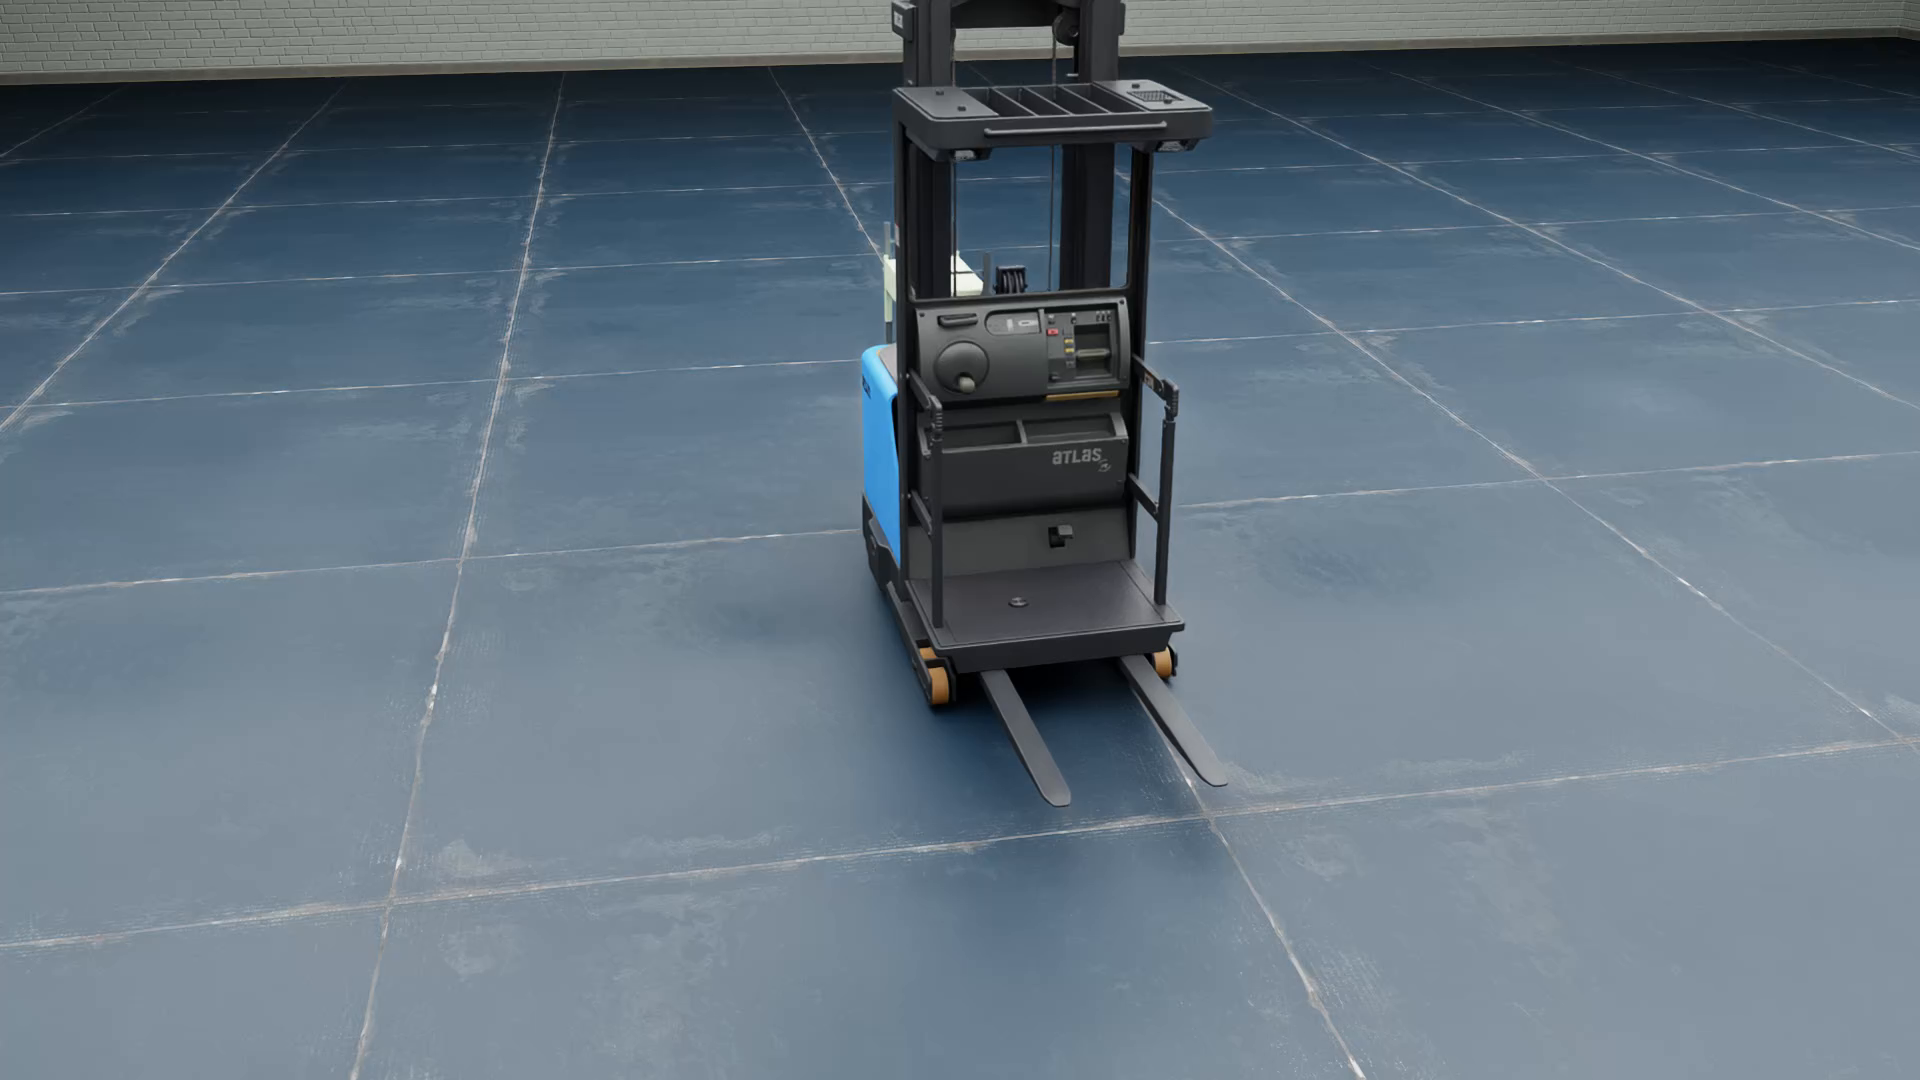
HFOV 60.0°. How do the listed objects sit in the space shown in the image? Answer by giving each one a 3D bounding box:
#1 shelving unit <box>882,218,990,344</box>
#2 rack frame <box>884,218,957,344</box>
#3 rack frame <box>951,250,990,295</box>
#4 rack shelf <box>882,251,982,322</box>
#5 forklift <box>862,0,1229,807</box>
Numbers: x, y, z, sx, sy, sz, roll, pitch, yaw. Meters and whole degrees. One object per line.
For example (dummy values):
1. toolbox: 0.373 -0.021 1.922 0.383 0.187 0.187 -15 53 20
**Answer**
1. shelving unit: -0.130 -0.887 8.907 0.431 1.500 0.755 -5 24 -12
2. rack frame: -0.212 -1.030 9.233 0.400 1.500 0.023 -5 24 -12
3. rack frame: -0.048 -0.744 8.580 0.400 1.500 0.023 -5 24 -12
4. rack shelf: -0.130 -1.244 8.750 0.431 0.370 0.720 -5 24 -12
5. forklift: 0.325 -0.799 6.918 1.130 2.935 3.031 -5 24 -12
